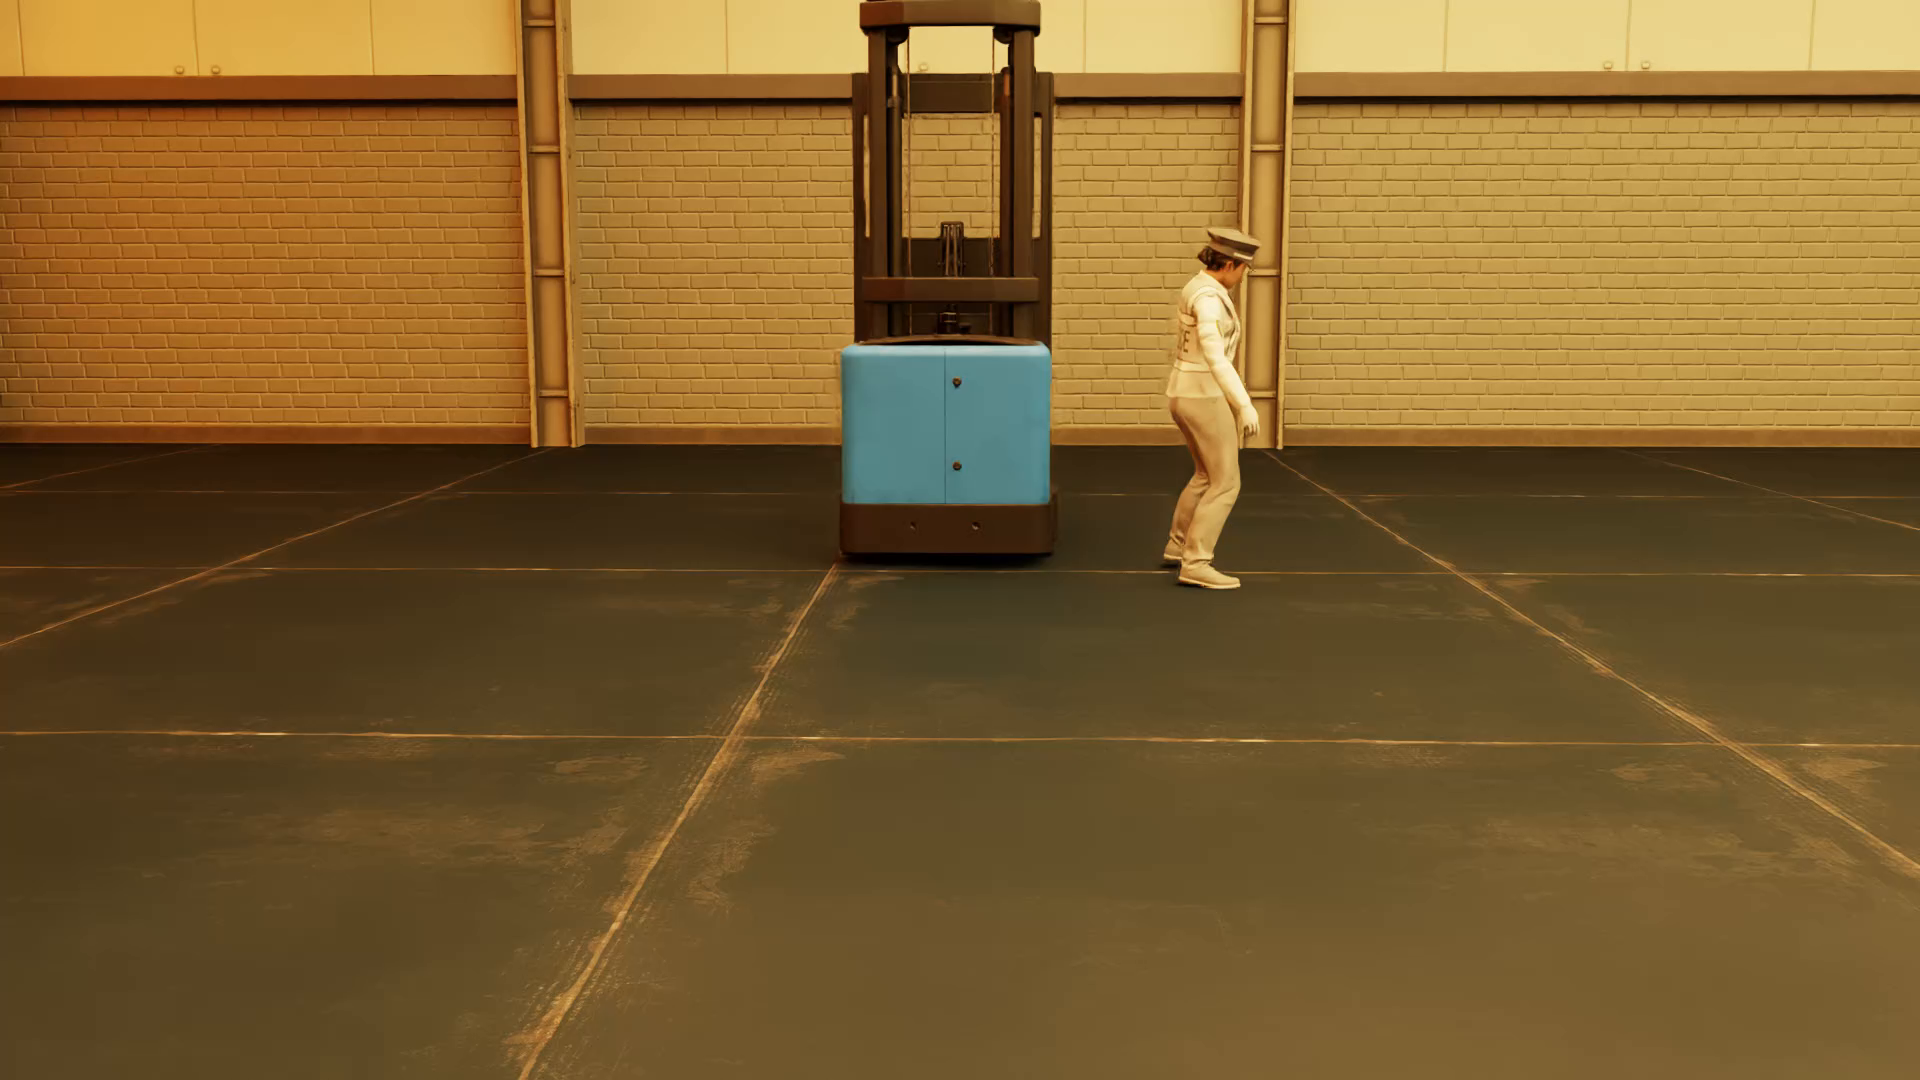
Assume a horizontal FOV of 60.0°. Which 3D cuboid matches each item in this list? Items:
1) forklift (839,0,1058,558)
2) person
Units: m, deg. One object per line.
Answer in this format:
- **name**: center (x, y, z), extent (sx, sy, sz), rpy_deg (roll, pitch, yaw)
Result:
- **forklift**: center (-0.033, -1.541, 9.385), extent (1.130, 2.935, 3.031), rpy_deg (0, 9, 1)
- **person**: center (1.162, -0.626, 7.752), extent (0.400, 1.626, 0.849), rpy_deg (0, 9, -2)
